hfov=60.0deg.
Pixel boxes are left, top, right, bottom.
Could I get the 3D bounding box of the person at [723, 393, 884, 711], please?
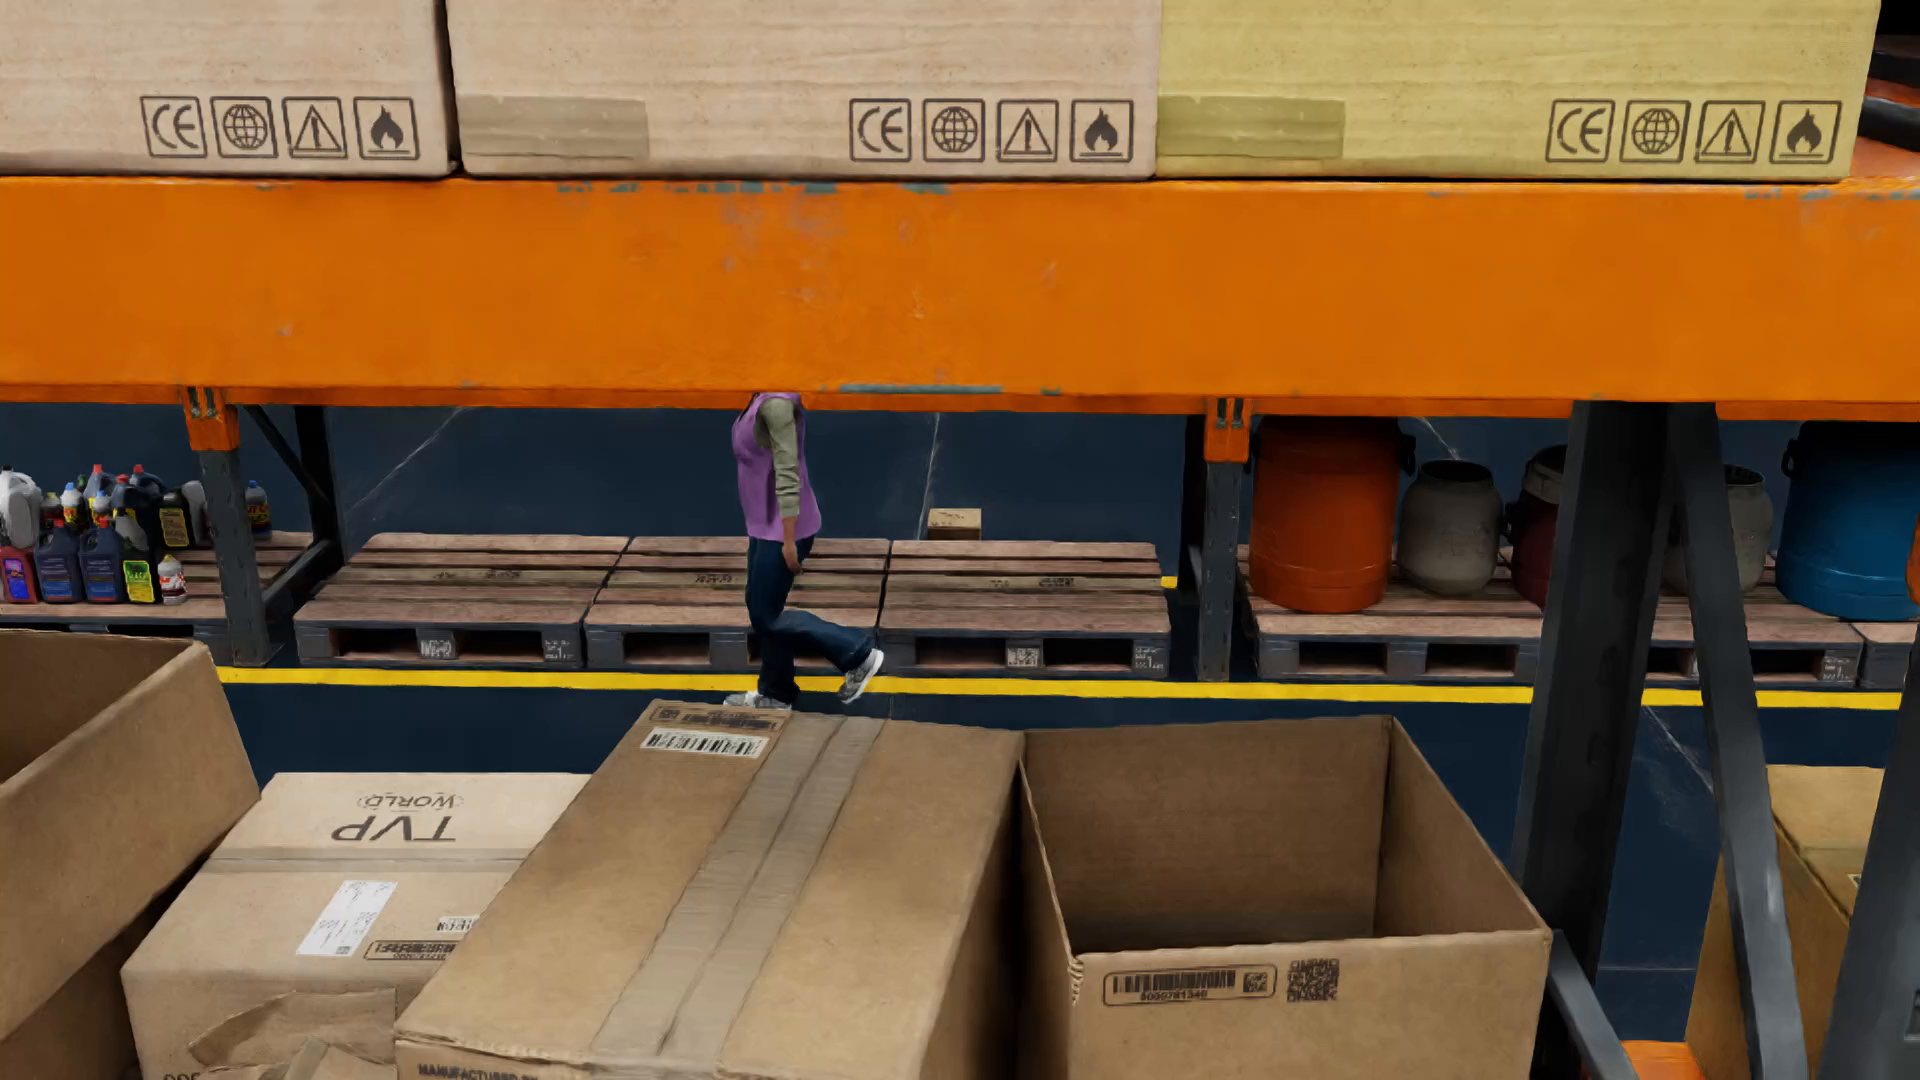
[{"bbox_3d":[-0.606,-0.047,6.181,0.619,1.579,0.421,-3,21,-8],"label":"person"}]
